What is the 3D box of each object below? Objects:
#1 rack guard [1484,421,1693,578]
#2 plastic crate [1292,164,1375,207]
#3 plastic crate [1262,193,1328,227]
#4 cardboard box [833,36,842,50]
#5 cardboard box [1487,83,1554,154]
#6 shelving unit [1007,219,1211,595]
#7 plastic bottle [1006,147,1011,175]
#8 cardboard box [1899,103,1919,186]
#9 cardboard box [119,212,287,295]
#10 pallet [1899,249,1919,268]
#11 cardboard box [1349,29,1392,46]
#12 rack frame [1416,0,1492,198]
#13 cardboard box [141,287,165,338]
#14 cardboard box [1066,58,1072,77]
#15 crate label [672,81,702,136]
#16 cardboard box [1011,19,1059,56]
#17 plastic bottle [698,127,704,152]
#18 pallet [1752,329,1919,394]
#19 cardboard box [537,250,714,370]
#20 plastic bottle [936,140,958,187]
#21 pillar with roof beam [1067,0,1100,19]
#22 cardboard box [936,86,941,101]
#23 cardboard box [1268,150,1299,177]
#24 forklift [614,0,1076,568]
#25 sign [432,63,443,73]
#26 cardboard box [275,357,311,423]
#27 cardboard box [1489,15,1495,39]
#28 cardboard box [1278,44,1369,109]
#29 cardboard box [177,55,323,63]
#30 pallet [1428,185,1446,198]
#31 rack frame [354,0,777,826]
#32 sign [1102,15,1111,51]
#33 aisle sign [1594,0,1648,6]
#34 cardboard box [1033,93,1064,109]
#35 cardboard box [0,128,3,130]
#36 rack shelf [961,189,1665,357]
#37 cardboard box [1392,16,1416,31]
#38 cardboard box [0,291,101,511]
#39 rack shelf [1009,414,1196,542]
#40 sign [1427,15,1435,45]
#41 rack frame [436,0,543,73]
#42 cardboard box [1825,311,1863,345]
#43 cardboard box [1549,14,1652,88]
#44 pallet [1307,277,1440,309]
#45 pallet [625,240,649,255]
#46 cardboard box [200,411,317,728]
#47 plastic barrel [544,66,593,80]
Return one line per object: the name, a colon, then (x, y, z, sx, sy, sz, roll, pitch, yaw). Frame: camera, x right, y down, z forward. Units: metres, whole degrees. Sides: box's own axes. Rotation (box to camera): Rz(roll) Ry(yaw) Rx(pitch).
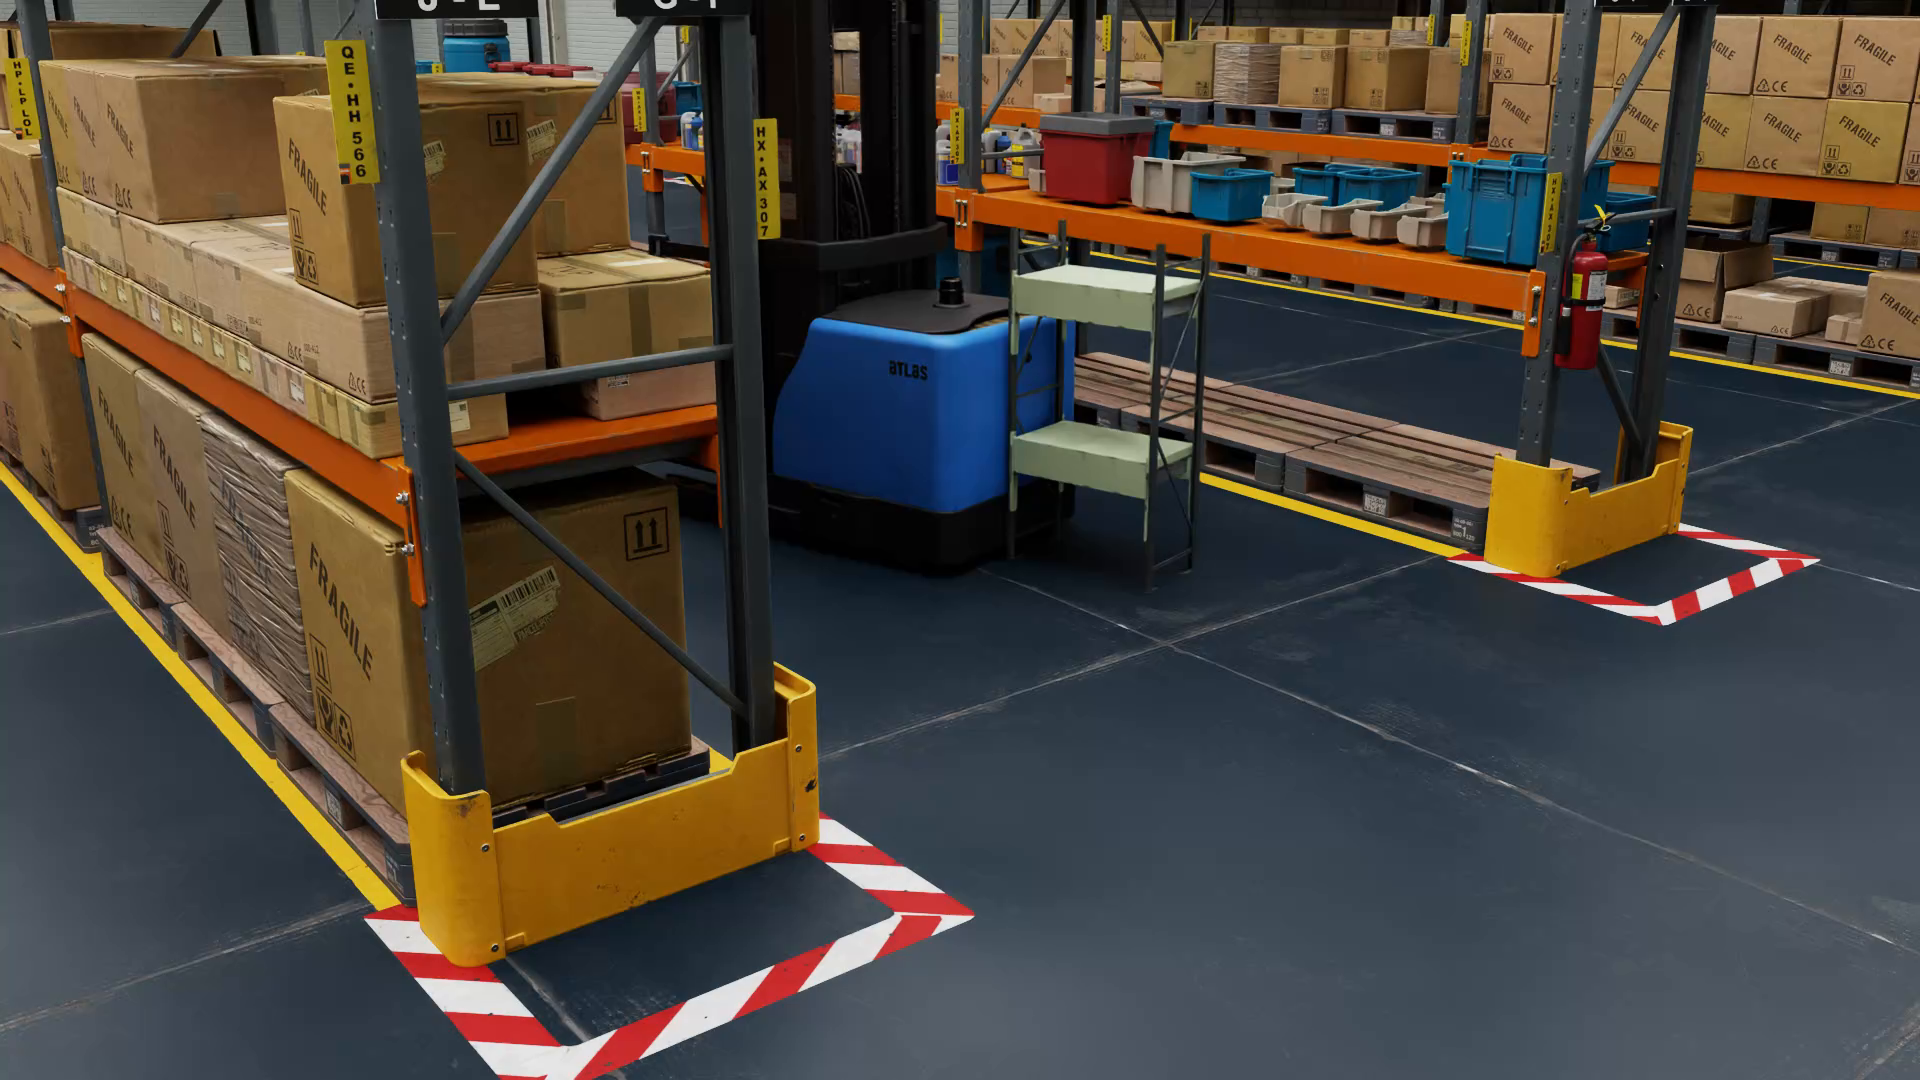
rack guard: (2.925, -0.216, 7.720, 1.175, 0.500, 0.348, -14, 23, -36)
plastic crate: (2.001, -1.879, 8.935, 0.416, 0.233, 0.300, -14, 23, -36)
plastic crate: (1.693, -1.682, 8.496, 0.298, 0.136, 0.250, -14, 23, -36)
cardboard box: (-1.319, -5.835, 19.521, 0.380, 0.149, 0.250, -15, 23, -38)
cardboard box: (4.404, -3.226, 12.675, 0.500, 0.500, 0.500, -13, 22, -35)
shelving unit: (0.633, -0.596, 7.277, 0.755, 1.500, 0.431, 14, 23, 36)
plastic bottle: (0.354, -2.529, 11.044, 0.097, 0.201, 0.097, 0, 18, 0)
cardboard box: (6.294, -2.477, 10.411, 0.500, 0.500, 0.500, -13, 22, -34)
cardboard box: (-2.749, -1.078, 6.112, 0.500, 0.250, 0.500, -13, 23, -35)
pallet: (9.355, -2.498, 15.071, 1.003, 0.211, 1.213, -14, 23, -36)
cardboard box: (5.031, -5.814, 19.789, 0.700, 0.500, 0.500, -17, 25, -41)
rack frame: (5.699, -5.311, 19.130, 1.000, 3.000, 0.127, -14, 23, -36)
cardboard box: (-2.738, -0.849, 6.053, 0.380, 0.149, 0.250, -14, 23, -35)
cardboard box: (1.743, -6.661, 23.415, 0.500, 0.250, 0.500, -14, 23, -36)
crate label: (-2.472, -3.692, 14.183, 0.502, 0.435, 0.616, -14, 23, -36)
cardboard box: (1.092, -7.277, 24.079, 0.500, 0.500, 0.500, -14, 23, -36)
plastic bottle: (-1.941, -3.055, 12.634, 0.097, 0.201, 0.097, 0, 18, 0)
pallet: (6.242, -1.263, 11.341, 1.003, 0.211, 1.213, -14, 23, -36)
cardboard box: (-1.069, -0.680, 4.911, 0.500, 0.250, 0.500, -15, 23, -38)
plastic bottle: (-0.082, -2.367, 10.436, 0.152, 0.276, 0.135, -14, 23, -36)
pillar with roof beam: (-1.530, -9.286, 21.591, 9.100, 9.000, 0.400, -14, 23, -36)
cardboard box: (-0.276, -4.951, 18.443, 0.380, 0.149, 0.250, -14, 23, -36)
cardboard box: (4.331, -4.890, 21.134, 0.700, 0.500, 0.500, -14, 23, -36)
forklift: (-0.921, -1.622, 8.098, 3.031, 2.935, 1.130, 14, 23, 36)
sign: (-4.989, -4.390, 15.907, 0.100, 0.325, 0.005, -14, 23, -36)
cardboard box: (-1.781, -0.470, 4.909, 0.380, 0.149, 0.250, -14, 23, -36)
cardboard box: (6.113, -5.571, 18.057, 0.500, 0.250, 0.500, -14, 23, -37)
cardboard box: (3.156, -4.028, 14.427, 0.500, 0.500, 0.700, 13, 23, 35)
cardboard box: (-2.971, -1.790, 7.069, 0.500, 0.500, 0.500, -13, 22, -35)
pallet: (5.215, -4.180, 20.150, 1.003, 0.211, 1.213, -14, 23, -36)
rack frame: (-0.983, -0.439, 4.418, 1.000, 3.000, 0.127, -14, 23, -36)
sign: (1.385, -4.784, 15.695, 0.100, 0.325, 0.005, -14, 23, -36)
aisle sign: (2.715, -2.565, 6.702, 0.394, 0.787, 0.004, -14, 23, -36)
cardboard box: (0.982, -4.527, 17.162, 0.380, 0.149, 0.250, -12, 22, -32)
cardboard box: (-4.910, -1.910, 8.698, 0.500, 0.500, 0.500, -14, 23, -36)
rack shelf: (1.658, -1.557, 8.938, 1.077, 0.370, 4.000, -14, 23, -36)
cardboard box: (5.250, -6.031, 19.413, 0.250, 0.149, 0.380, 16, 24, 39)
cardboard box: (-3.879, -0.770, 8.127, 1.225, 0.875, 0.875, -14, 23, -36)
rack shelf: (0.633, -0.287, 7.379, 0.720, 0.370, 0.431, 14, 23, 36)
sign: (5.279, -5.715, 18.633, 0.100, 0.325, 0.005, -14, 23, -36)
rack frame: (-4.551, -4.363, 16.267, 1.000, 3.000, 0.127, -14, 23, -36)
cardboard box: (6.073, -1.439, 11.244, 0.380, 0.166, 0.250, -14, 23, -36)
cardboard box: (4.694, -3.582, 12.157, 0.500, 0.500, 0.500, -15, 23, -38)
pallet: (3.767, -2.227, 14.252, 1.003, 0.211, 1.213, -14, 23, -36)
pallet: (-3.271, -2.553, 15.235, 1.003, 0.211, 1.213, -14, 23, -36)
cardboard box: (-2.008, 0.004, 5.792, 0.875, 0.875, 0.875, -14, 23, -36)
plastic barrel: (-3.405, -3.862, 14.536, 0.433, 0.535, 0.433, 0, 18, 0)
